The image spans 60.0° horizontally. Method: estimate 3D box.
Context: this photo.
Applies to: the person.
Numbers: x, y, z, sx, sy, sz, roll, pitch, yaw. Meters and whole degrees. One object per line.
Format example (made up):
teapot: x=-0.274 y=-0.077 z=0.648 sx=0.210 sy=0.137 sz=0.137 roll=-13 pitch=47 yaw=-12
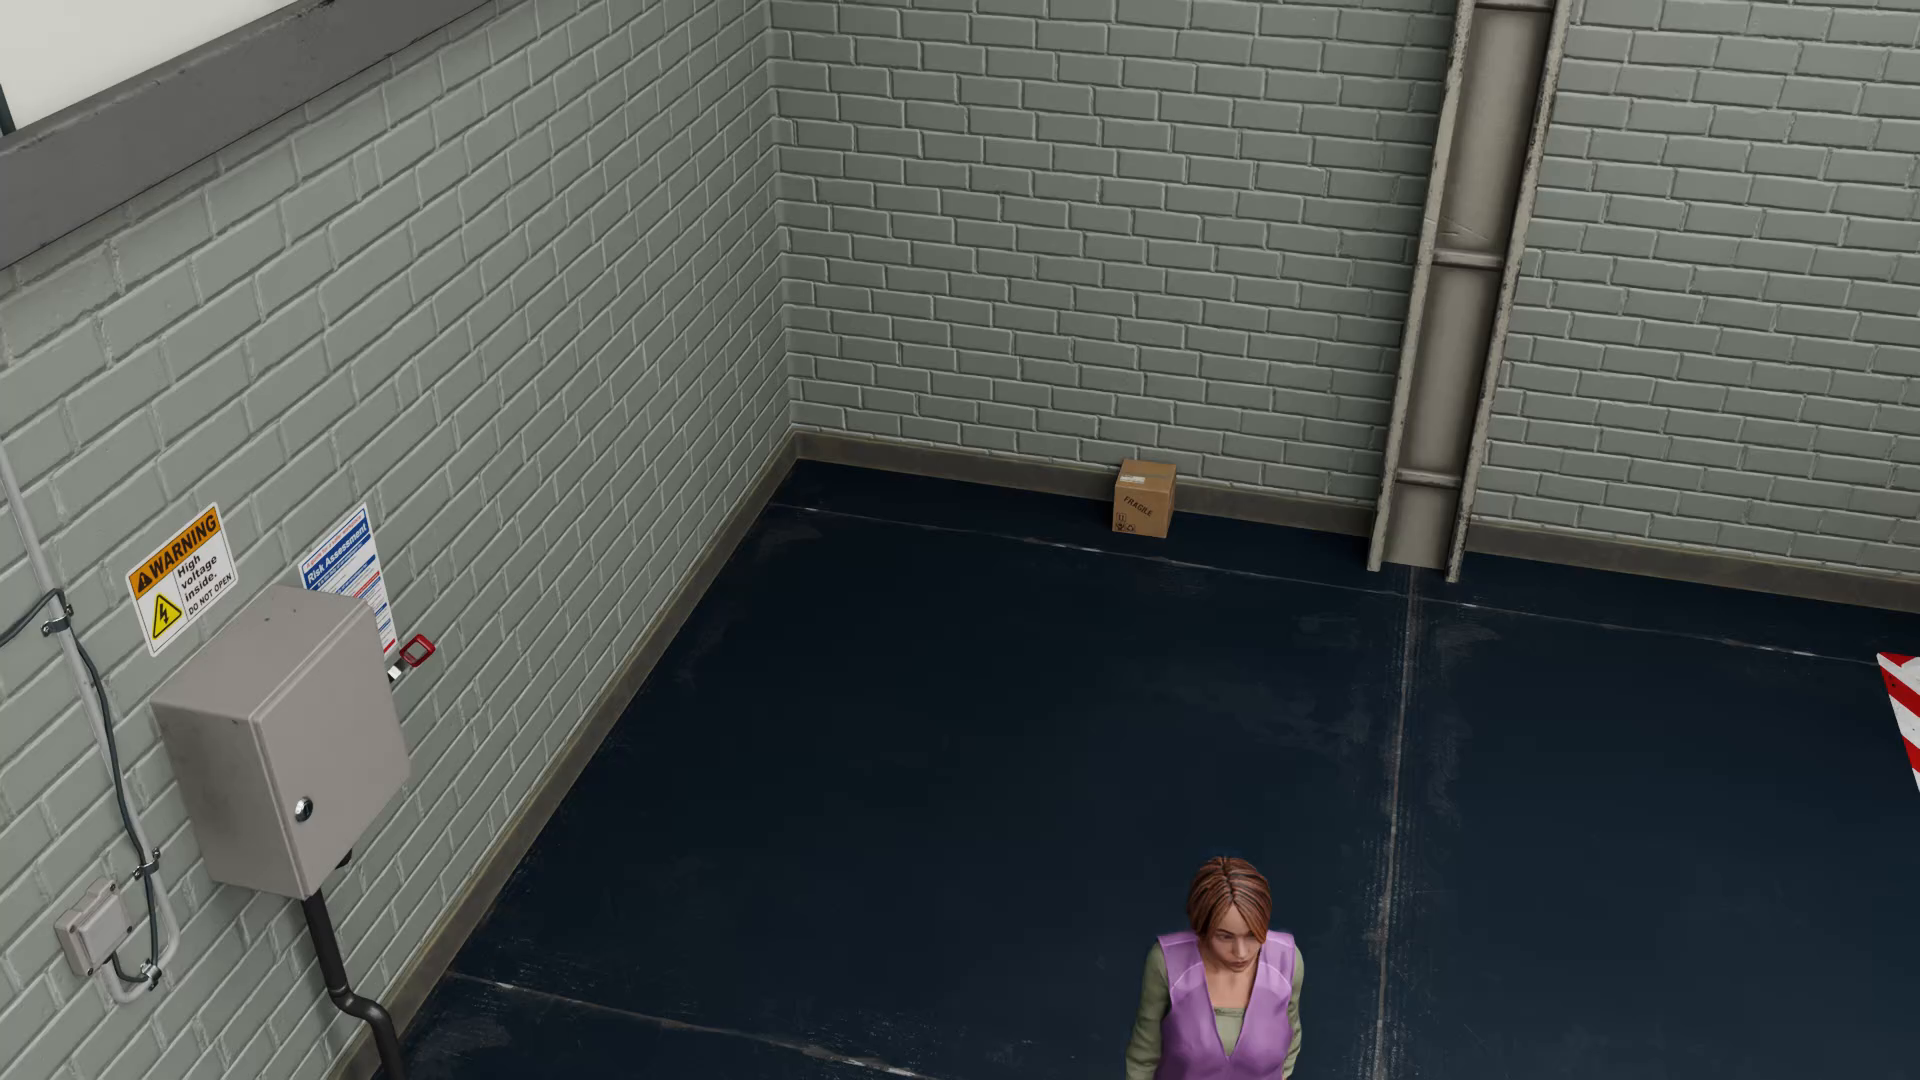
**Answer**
person: x=0.591 y=1.413 z=3.987 sx=0.415 sy=1.631 sz=0.451 roll=3 pitch=33 yaw=4
